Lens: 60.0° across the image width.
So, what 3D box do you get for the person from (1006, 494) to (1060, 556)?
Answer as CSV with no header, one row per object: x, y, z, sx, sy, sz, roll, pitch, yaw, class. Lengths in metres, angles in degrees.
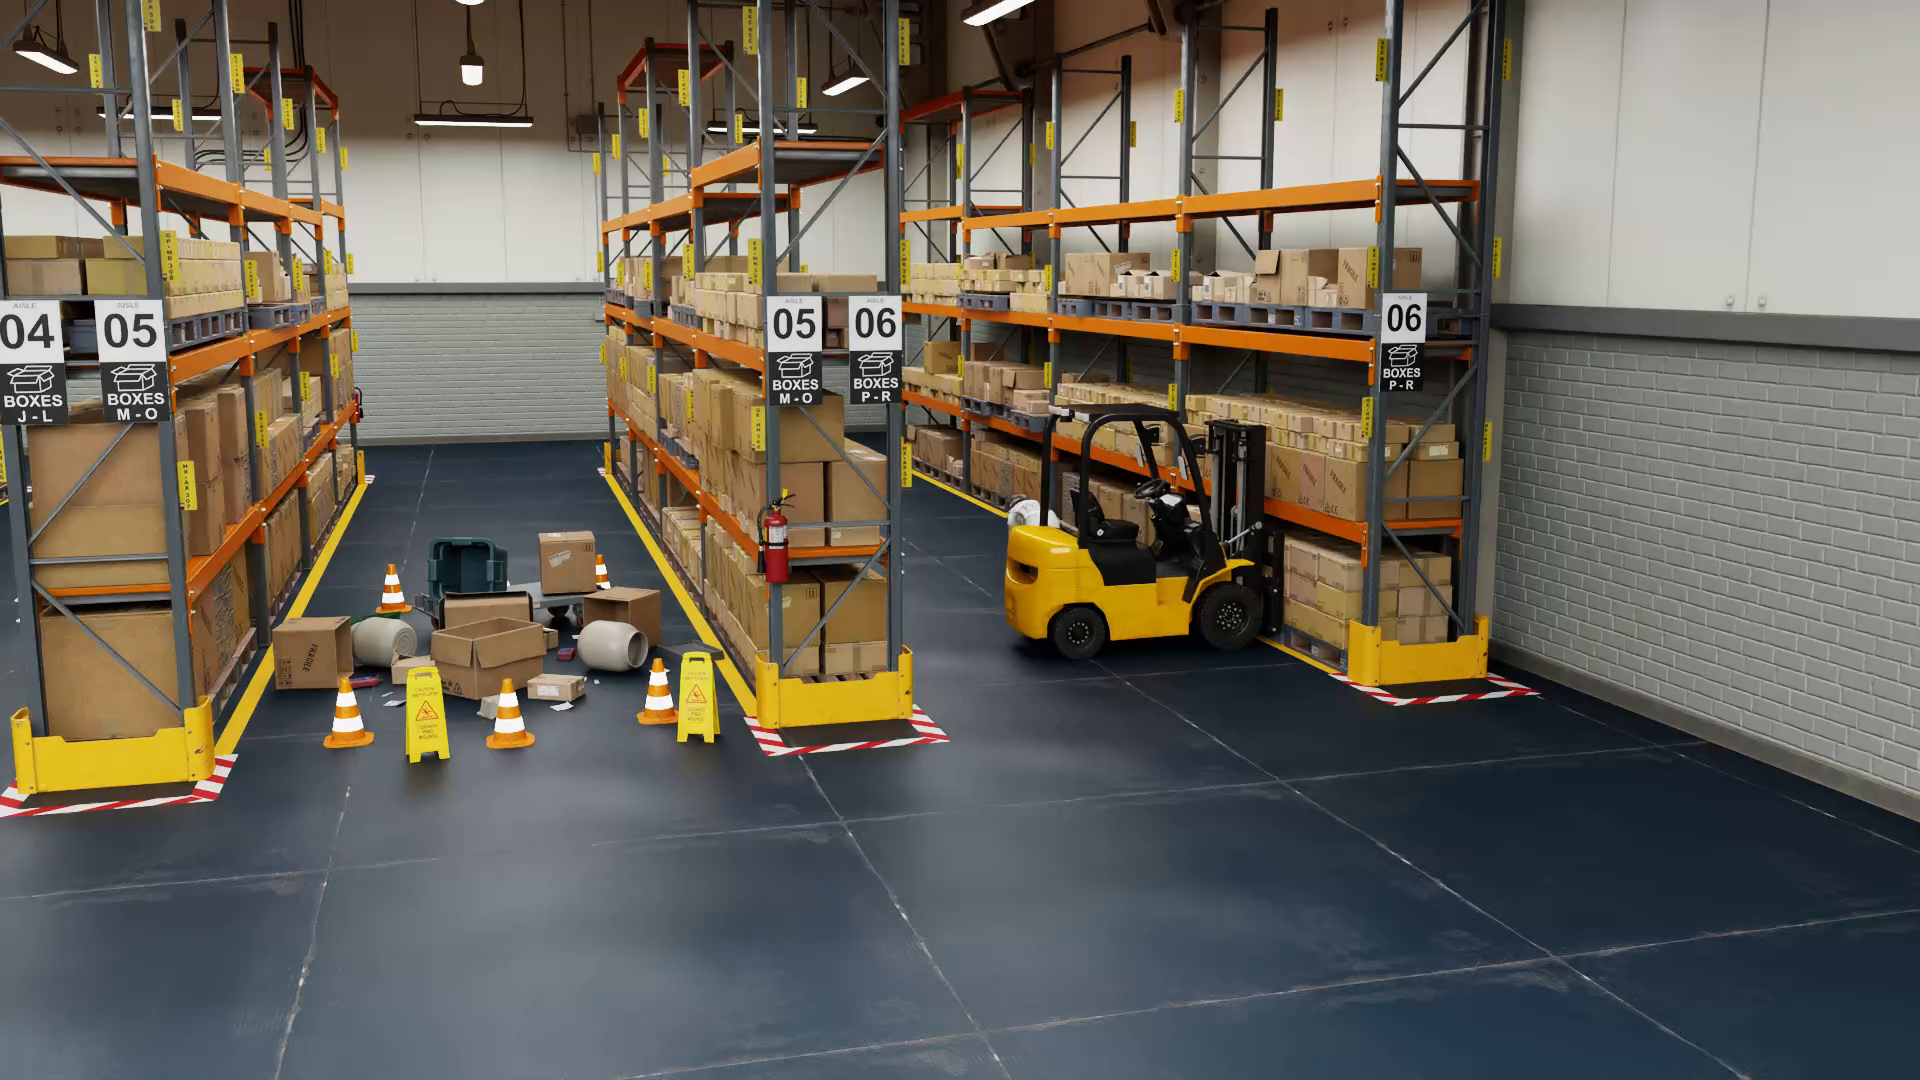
0.749,0.048,17.632,0.469,1.003,0.932,-3,10,-19,person
